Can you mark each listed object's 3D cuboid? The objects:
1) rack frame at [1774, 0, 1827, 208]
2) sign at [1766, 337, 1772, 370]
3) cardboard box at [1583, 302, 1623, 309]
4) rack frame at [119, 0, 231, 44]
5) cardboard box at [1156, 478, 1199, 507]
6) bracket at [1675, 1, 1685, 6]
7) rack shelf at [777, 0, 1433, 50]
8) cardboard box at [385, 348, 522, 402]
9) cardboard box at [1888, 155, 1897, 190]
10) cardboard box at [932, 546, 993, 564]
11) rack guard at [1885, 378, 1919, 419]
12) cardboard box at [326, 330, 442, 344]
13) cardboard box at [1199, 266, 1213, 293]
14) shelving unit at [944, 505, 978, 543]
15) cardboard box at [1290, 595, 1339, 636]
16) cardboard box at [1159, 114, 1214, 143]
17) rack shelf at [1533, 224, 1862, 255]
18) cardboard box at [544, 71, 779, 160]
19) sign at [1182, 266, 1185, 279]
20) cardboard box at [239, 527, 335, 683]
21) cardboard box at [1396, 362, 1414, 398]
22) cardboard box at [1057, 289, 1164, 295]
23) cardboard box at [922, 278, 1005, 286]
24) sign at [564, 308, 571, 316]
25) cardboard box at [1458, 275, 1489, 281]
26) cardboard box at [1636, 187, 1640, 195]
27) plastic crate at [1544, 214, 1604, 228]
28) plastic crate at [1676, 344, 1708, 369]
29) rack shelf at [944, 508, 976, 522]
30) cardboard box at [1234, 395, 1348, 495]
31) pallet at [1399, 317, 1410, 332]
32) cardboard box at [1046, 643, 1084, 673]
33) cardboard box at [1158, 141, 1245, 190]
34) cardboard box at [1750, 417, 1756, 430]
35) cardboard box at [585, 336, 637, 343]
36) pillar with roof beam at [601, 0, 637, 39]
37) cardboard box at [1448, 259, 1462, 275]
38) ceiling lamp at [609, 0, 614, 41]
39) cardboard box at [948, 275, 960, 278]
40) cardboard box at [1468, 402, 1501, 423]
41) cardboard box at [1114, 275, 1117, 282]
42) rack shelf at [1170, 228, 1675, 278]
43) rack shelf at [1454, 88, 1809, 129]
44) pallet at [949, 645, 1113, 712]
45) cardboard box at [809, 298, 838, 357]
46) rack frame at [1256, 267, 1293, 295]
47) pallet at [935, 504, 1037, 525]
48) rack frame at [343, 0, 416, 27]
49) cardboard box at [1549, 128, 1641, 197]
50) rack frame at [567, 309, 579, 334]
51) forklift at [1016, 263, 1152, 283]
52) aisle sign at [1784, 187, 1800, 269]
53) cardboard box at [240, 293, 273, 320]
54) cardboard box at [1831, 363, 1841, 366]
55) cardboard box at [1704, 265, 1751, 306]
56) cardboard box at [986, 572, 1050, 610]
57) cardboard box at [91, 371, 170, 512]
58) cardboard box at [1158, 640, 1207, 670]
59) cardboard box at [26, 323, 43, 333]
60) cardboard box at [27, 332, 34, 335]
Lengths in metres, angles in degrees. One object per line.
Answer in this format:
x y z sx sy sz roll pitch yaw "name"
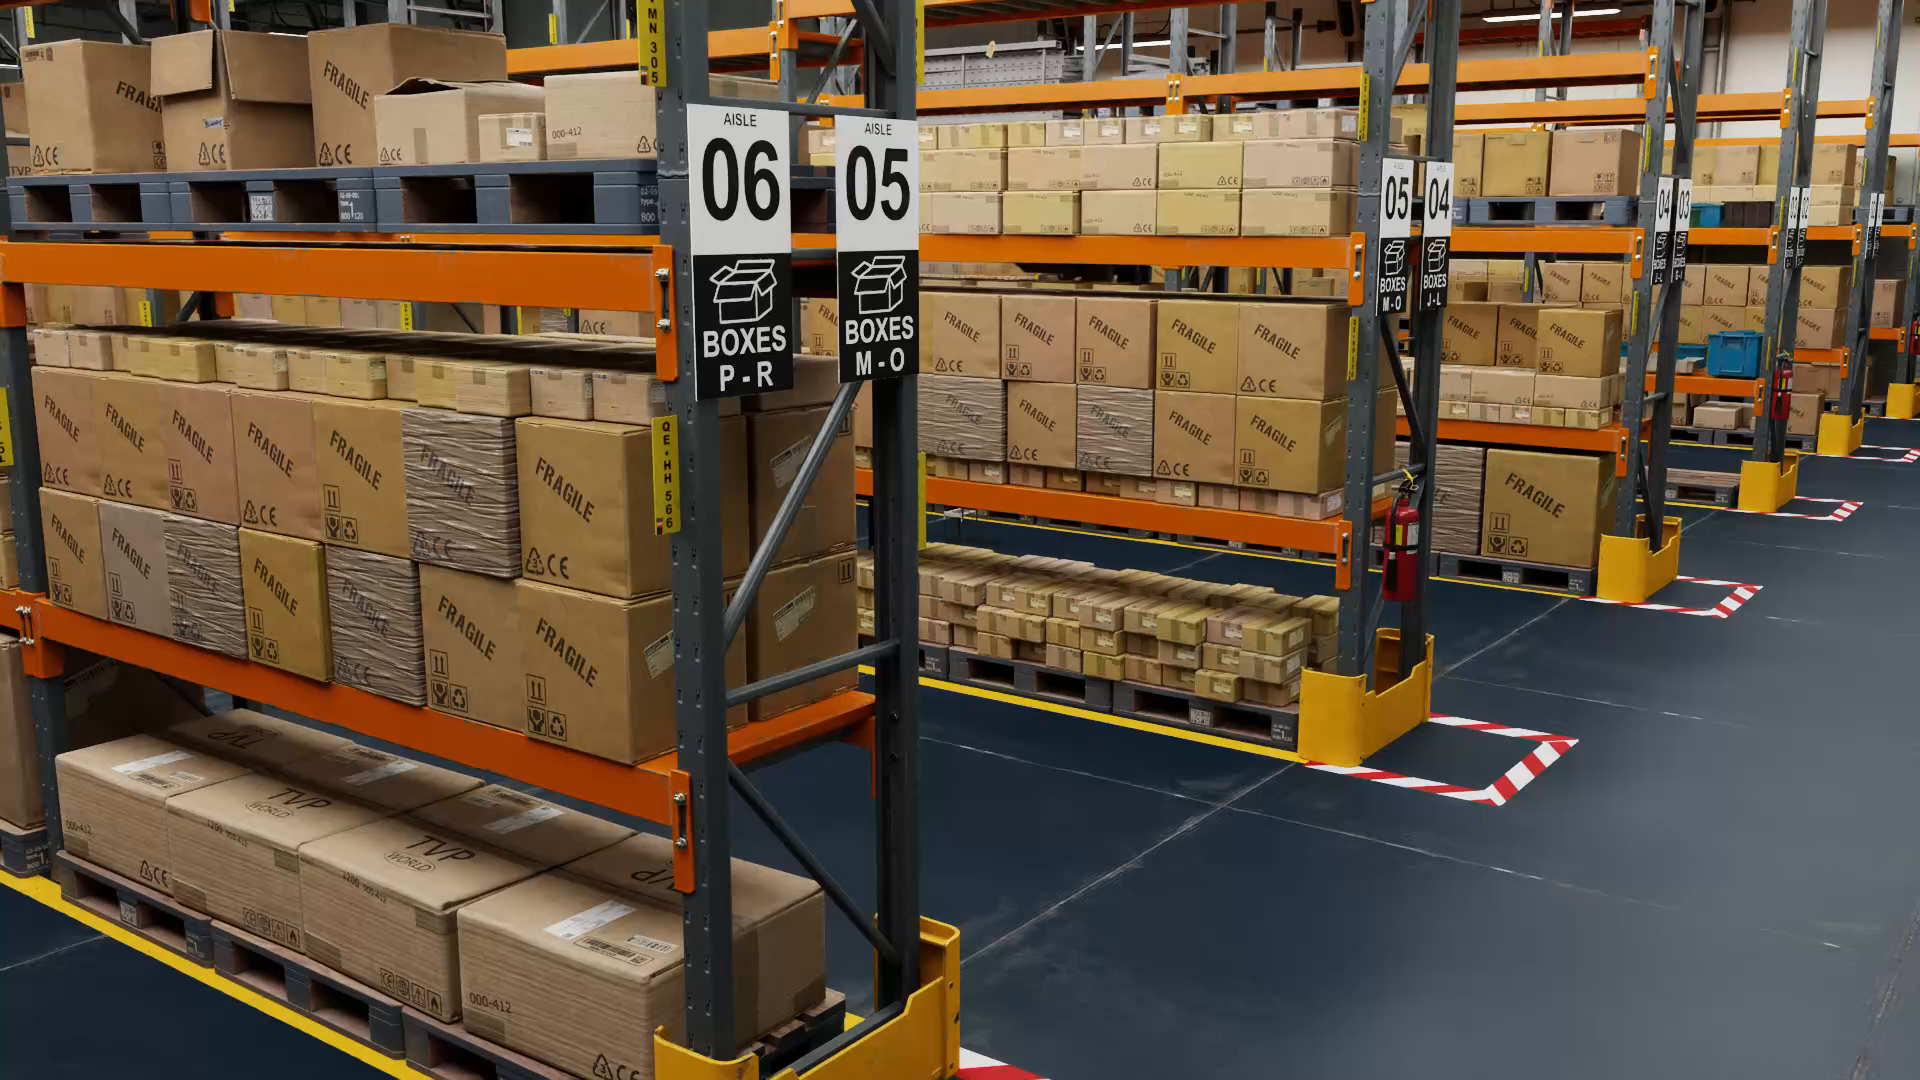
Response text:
8.319 -4.796 16.351 0.127 3.000 1.000 8 13 36 "rack frame"
8.007 -1.845 16.460 0.005 0.325 0.100 8 13 36 "sign"
8.694 -2.952 22.346 0.500 0.500 0.500 8 14 37 "cardboard box"
-7.302 -4.639 15.539 0.127 3.000 1.000 8 13 36 "rack frame"
1.331 -0.300 9.563 0.250 0.149 0.380 8 14 37 "cardboard box"
11.491 -8.576 26.411 0.430 0.232 0.235 8 13 36 "bracket"
0.758 -3.160 9.796 4.000 0.370 1.077 8 13 36 "rack shelf"
-1.710 -0.560 5.642 0.250 0.149 0.380 8 13 35 "cardboard box"
13.738 -5.509 24.984 0.500 0.500 0.500 7 13 33 "cardboard box"
0.021 0.157 11.377 0.250 0.149 0.380 8 13 35 "cardboard box"
14.203 -2.138 24.984 0.348 0.500 1.175 8 13 36 "rack guard"
-2.273 -0.744 6.598 0.250 0.149 0.380 8 13 34 "cardboard box"
4.901 -4.919 31.360 0.500 0.500 0.700 8 14 36 "cardboard box"
0.007 -0.441 15.160 0.210 0.900 0.258 8 13 36 "shelving unit"
2.149 0.446 9.883 0.250 0.149 0.380 7 13 33 "cardboard box"
1.303 -2.262 9.177 0.250 0.149 0.380 8 14 36 "cardboard box"
9.642 -3.953 21.784 4.000 0.370 1.077 8 13 36 "rack shelf"
-0.894 -1.267 5.029 0.500 0.250 0.500 7 13 30 "cardboard box"
4.196 -5.058 31.218 0.005 0.325 0.100 8 13 36 "sign"
-2.264 0.190 6.105 0.500 0.500 0.500 8 14 37 "cardboard box"
3.599 -1.351 13.949 0.500 0.250 0.500 8 14 36 "cardboard box"
0.936 -1.296 10.375 0.500 0.500 0.500 7 13 34 "cardboard box"
0.043 -2.375 16.727 0.637 0.503 0.797 8 14 37 "cardboard box"
-4.599 -2.783 19.459 0.005 0.325 0.100 8 13 36 "sign"
8.791 -4.262 28.284 0.500 0.500 0.500 8 13 35 "cardboard box"
9.075 -4.496 21.777 0.500 0.250 0.500 8 13 36 "cardboard box"
6.507 -3.389 17.665 0.530 0.136 0.437 8 13 36 "plastic crate"
7.785 -1.950 17.717 0.300 0.233 0.416 8 13 36 "plastic crate"
0.007 -0.231 15.200 0.200 0.077 0.258 8 13 36 "rack shelf"
1.856 -0.551 9.155 0.500 0.500 0.500 8 14 37 "cardboard box"
6.376 -3.196 24.379 1.213 0.211 1.003 8 13 36 "pallet"
0.736 0.686 10.204 0.250 0.149 0.380 8 14 37 "cardboard box"
1.436 -2.059 9.179 0.500 0.250 0.500 8 13 34 "cardboard box"
10.397 -1.517 21.493 0.250 0.166 0.380 8 13 36 "cardboard box"
-2.782 -1.547 13.337 0.250 0.149 0.380 8 14 37 "cardboard box"
-9.857 -8.856 37.333 0.548 9.000 9.100 8 13 36 "pillar with roof beam"
8.382 -4.689 28.519 0.500 0.250 0.500 8 13 35 "cardboard box"
-6.598 -11.113 33.631 0.800 3.185 2.000 8 13 36 "ceiling lamp"
-0.002 -4.496 28.620 0.250 0.149 0.380 8 14 37 "cardboard box"
4.292 -1.045 13.414 0.250 0.149 0.380 8 14 37 "cardboard box"
3.142 -5.141 32.292 0.500 0.500 0.500 7 13 34 "cardboard box"
3.776 -2.437 13.947 4.000 0.370 1.077 8 13 36 "rack shelf"
6.707 -4.472 17.619 4.000 0.370 1.077 8 13 36 "rack shelf"
0.696 0.782 10.654 1.213 0.211 1.003 8 13 36 "pallet"
-0.634 -1.393 10.872 0.500 0.500 0.500 8 14 37 "cardboard box"
4.806 -3.508 25.487 0.127 3.000 1.000 8 13 36 "rack frame"
0.510 -0.386 16.688 1.213 0.211 1.003 8 13 36 "pallet"
-7.508 -5.837 21.730 0.127 3.000 1.000 8 13 36 "rack frame"
4.937 -2.920 12.917 0.500 0.500 0.700 7 13 32 "cardboard box"
-4.284 -2.442 19.975 0.127 3.000 1.000 8 13 36 "rack frame"
1.286 -2.106 18.420 3.031 2.935 1.130 9 14 38 "forklift"
8.204 -3.074 16.400 0.004 0.787 0.394 8 13 36 "aisle sign"
-6.075 -2.065 15.129 0.500 0.500 0.700 8 14 36 "cardboard box"
13.349 -2.715 25.154 0.250 0.149 0.380 8 13 35 "cardboard box"
9.904 -3.271 21.365 0.500 0.500 0.500 8 14 37 "cardboard box"
0.370 0.323 10.516 0.250 0.149 0.380 7 13 33 "cardboard box"
-3.058 -0.417 6.612 0.500 0.500 0.500 8 13 35 "cardboard box"
1.356 0.629 9.719 0.250 0.149 0.380 7 13 33 "cardboard box"
-9.367 -2.042 17.512 0.550 0.550 0.875 8 13 36 "cardboard box"
-5.136 -0.826 8.725 0.500 0.500 0.500 8 13 35 "cardboard box"
